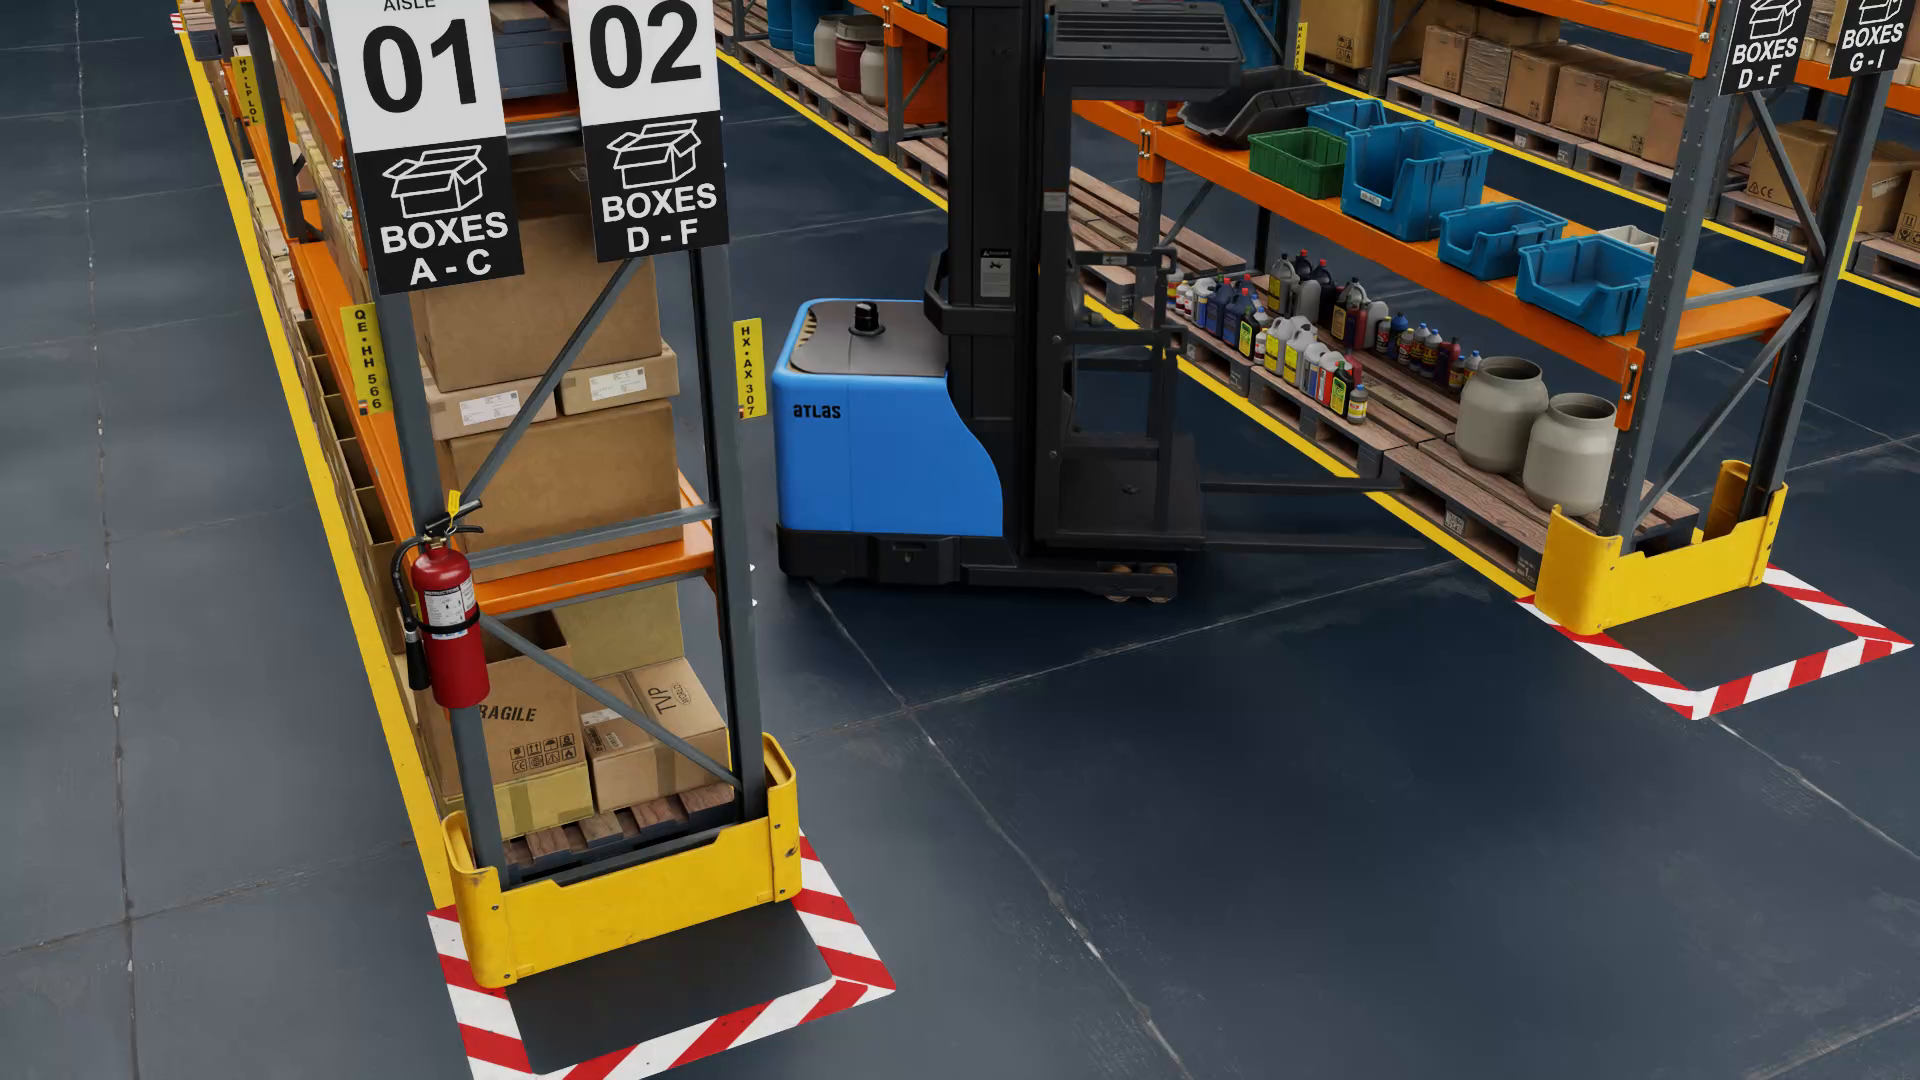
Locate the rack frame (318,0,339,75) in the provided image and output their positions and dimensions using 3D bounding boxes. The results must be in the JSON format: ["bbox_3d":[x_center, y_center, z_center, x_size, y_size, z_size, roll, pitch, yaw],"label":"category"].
[{"bbox_3d":[-1.160,-2.620,3.722,1.000,3.000,0.127,-13,32,-22],"label":"rack frame"}]

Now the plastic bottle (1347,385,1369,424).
[{"bbox_3d":[2.131,-0.733,8.901,0.097,0.201,0.097,0,29,0],"label":"plastic bottle"}]

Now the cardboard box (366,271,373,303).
[{"bbox_3d":[-1.939,-0.915,6.049,0.380,0.149,0.250,-12,31,-20],"label":"cardboard box"}]

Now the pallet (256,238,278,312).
[{"bbox_3d":[-4.276,-1.949,11.511,1.003,0.211,1.213,-13,32,-22],"label":"pallet"}]

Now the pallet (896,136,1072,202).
[{"bbox_3d":[0.178,-3.009,13.401,1.003,0.211,1.213,-13,32,-22],"label":"pallet"}]

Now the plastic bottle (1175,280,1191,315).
[{"bbox_3d":[1.383,-1.503,10.274,0.097,0.201,0.097,0,29,0],"label":"plastic bottle"}]

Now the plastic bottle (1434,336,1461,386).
[{"bbox_3d":[2.738,-1.019,9.328,0.061,0.283,0.133,-13,32,-21],"label":"plastic bottle"}]

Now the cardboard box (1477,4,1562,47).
[{"bbox_3d":[4.906,-4.523,14.588,0.500,0.250,0.500,-9,31,-16],"label":"cardboard box"}]

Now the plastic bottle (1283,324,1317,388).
[{"bbox_3d":[1.913,-1.048,9.311,0.144,0.351,0.185,-12,31,-20],"label":"plastic bottle"}]

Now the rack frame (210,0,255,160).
[{"bbox_3d":[-4.594,-3.537,11.492,1.000,3.000,0.127,-13,32,-22],"label":"rack frame"}]

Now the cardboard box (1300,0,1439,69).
[{"bbox_3d":[4.077,-5.181,16.166,1.225,0.875,0.875,-15,32,-24],"label":"cardboard box"}]

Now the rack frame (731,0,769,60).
[{"bbox_3d":[-1.836,-6.343,16.495,1.000,3.000,0.127,-13,32,-22],"label":"rack frame"}]

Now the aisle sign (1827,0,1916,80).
[{"bbox_3d":[3.611,-2.206,6.459,0.394,0.787,0.004,-13,32,-22],"label":"aisle sign"}]

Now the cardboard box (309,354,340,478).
[{"bbox_3d":[-2.739,-0.592,7.853,0.500,0.500,0.500,-13,32,-22],"label":"cardboard box"}]

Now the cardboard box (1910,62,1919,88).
[{"bbox_3d":[6.451,-3.034,10.851,0.380,0.149,0.250,-13,32,-22],"label":"cardboard box"}]

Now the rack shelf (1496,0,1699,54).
[{"bbox_3d":[5.213,-4.419,13.799,1.077,0.370,4.000,-13,32,-22],"label":"rack shelf"}]

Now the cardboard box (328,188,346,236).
[{"bbox_3d":[-2.380,-1.369,6.860,0.380,0.149,0.250,-14,32,-23],"label":"cardboard box"}]

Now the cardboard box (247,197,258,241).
[{"bbox_3d":[-4.635,-2.228,11.539,0.500,0.250,0.500,-13,32,-22],"label":"cardboard box"}]

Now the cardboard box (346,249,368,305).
[{"bbox_3d":[-2.237,-1.165,7.159,0.700,0.500,0.500,-13,32,-21],"label":"cardboard box"}]

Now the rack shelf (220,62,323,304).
[{"bbox_3d":[-3.736,-2.340,10.092,1.077,0.370,4.000,-13,32,-22],"label":"rack shelf"}]

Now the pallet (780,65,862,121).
[{"bbox_3d":[-1.015,-4.237,15.591,1.003,0.211,1.213,-13,32,-22],"label":"pallet"}]

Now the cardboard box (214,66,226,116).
[{"bbox_3d":[-6.085,-3.908,14.258,0.500,0.500,0.500,-13,32,-21],"label":"cardboard box"}]

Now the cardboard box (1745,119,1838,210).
[{"bbox_3d":[6.207,-2.757,12.226,0.500,0.500,0.500,-14,32,-23],"label":"cardboard box"}]

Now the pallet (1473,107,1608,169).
[{"bbox_3d":[5.208,-3.516,14.304,1.003,0.211,1.213,-13,32,-22],"label":"pallet"}]

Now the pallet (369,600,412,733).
[{"bbox_3d":[-2.046,0.345,7.418,1.003,0.211,1.213,-13,32,-22],"label":"pallet"}]

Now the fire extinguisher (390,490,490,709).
[{"bbox_3d":[-1.529,0.180,4.941,0.296,0.674,0.183,-13,32,-22],"label":"fire extinguisher"}]

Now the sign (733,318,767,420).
[{"bbox_3d":[-0.656,-0.530,5.162,0.100,0.325,0.005,-13,32,-22],"label":"sign"}]

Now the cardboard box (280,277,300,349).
[{"bbox_3d":[-3.539,-1.346,9.392,0.500,0.311,0.500,-12,32,-21],"label":"cardboard box"}]

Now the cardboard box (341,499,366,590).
[{"bbox_3d":[-2.532,-0.042,7.640,0.500,0.250,0.500,-13,32,-22],"label":"cardboard box"}]

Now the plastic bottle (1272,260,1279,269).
[{"bbox_3d":[2.035,-1.685,10.600,0.097,0.201,0.097,0,29,0],"label":"plastic bottle"}]

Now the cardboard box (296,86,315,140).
[{"bbox_3d":[-2.681,-2.185,7.652,0.700,0.500,0.500,-13,32,-22],"label":"cardboard box"}]

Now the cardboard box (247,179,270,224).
[{"bbox_3d":[-4.402,-2.243,10.991,0.500,0.311,0.500,-14,32,-23],"label":"cardboard box"}]

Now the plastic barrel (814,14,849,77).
[{"bbox_3d":[-1.152,-4.616,15.529,0.421,0.512,0.421,0,29,0],"label":"plastic barrel"}]

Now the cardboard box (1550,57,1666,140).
[{"bbox_3d":[5.399,-3.688,13.866,0.700,0.500,0.500,-16,33,-26],"label":"cardboard box"}]

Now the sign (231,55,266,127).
[{"bbox_3d":[-3.363,-2.123,7.866,0.100,0.325,0.005,-13,32,-22],"label":"sign"}]

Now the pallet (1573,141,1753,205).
[{"bbox_3d":[5.736,-2.976,13.342,1.003,0.211,1.213,-13,32,-22],"label":"pallet"}]

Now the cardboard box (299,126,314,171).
[{"bbox_3d":[-2.829,-1.827,7.676,0.380,0.149,0.250,-13,32,-21],"label":"cardboard box"}]

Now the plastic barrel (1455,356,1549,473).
[{"bbox_3d":[2.749,-0.636,8.432,0.421,0.512,0.421,0,29,0],"label":"plastic barrel"}]

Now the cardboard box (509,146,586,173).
[{"bbox_3d":[-1.602,-1.077,5.674,0.700,0.500,0.500,-14,32,-23],"label":"cardboard box"}]

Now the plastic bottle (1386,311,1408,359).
[{"bbox_3d":[2.541,-1.195,9.654,0.097,0.271,0.097,0,29,0],"label":"plastic bottle"}]

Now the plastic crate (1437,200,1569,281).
[{"bbox_3d":[2.557,-1.423,7.874,0.499,0.251,0.408,-13,32,-22],"label":"plastic crate"}]

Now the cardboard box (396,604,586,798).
[{"bbox_3d":[-1.659,0.511,5.887,0.500,0.500,0.500,-13,32,-22],"label":"cardboard box"}]

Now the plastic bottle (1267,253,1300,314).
[{"bbox_3d":[2.005,-1.591,10.279,0.144,0.351,0.185,-13,32,-22],"label":"plastic bottle"}]

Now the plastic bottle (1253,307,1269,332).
[{"bbox_3d":[1.748,-1.227,9.710,0.097,0.271,0.097,0,29,0],"label":"plastic bottle"}]

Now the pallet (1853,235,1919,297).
[{"bbox_3d":[6.919,-1.804,11.251,1.003,0.211,1.213,-13,32,-22],"label":"pallet"}]

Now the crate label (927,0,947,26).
[{"bbox_3d":[0.063,-4.096,12.451,0.502,0.435,0.616,-13,32,-22],"label":"crate label"}]

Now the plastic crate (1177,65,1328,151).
[{"bbox_3d":[1.708,-2.524,9.748,0.767,0.338,0.504,-13,32,-22],"label":"plastic crate"}]

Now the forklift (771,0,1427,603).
[{"bbox_3d":[0.680,-1.257,7.495,3.031,2.935,1.130,2,29,3],"label":"forklift"}]

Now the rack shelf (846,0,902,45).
[{"bbox_3d":[-0.978,-5.146,15.095,1.077,0.370,4.000,-13,32,-22],"label":"rack shelf"}]

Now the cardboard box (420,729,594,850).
[{"bbox_3d":[-1.657,0.838,6.071,0.500,0.250,0.500,-13,32,-22],"label":"cardboard box"}]

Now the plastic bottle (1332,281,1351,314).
[{"bbox_3d":[2.325,-1.444,10.086,0.061,0.283,0.133,-11,31,-19],"label":"plastic bottle"}]

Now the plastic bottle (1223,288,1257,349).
[{"bbox_3d":[1.651,-1.318,9.793,0.144,0.351,0.185,-15,32,-24],"label":"plastic bottle"}]

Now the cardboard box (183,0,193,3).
[{"bbox_3d":[-7.837,-5.543,17.430,0.500,0.250,0.500,-13,32,-22],"label":"cardboard box"}]

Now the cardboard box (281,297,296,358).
[{"bbox_3d":[-3.753,-1.326,9.931,0.500,0.250,0.500,-12,32,-21],"label":"cardboard box"}]

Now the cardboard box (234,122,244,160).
[{"bbox_3d":[-5.208,-3.003,12.644,0.500,0.500,0.500,-12,31,-20],"label":"cardboard box"}]

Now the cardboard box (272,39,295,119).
[{"bbox_3d":[-3.859,-2.843,10.151,0.500,0.500,0.500,-15,33,-25],"label":"cardboard box"}]
